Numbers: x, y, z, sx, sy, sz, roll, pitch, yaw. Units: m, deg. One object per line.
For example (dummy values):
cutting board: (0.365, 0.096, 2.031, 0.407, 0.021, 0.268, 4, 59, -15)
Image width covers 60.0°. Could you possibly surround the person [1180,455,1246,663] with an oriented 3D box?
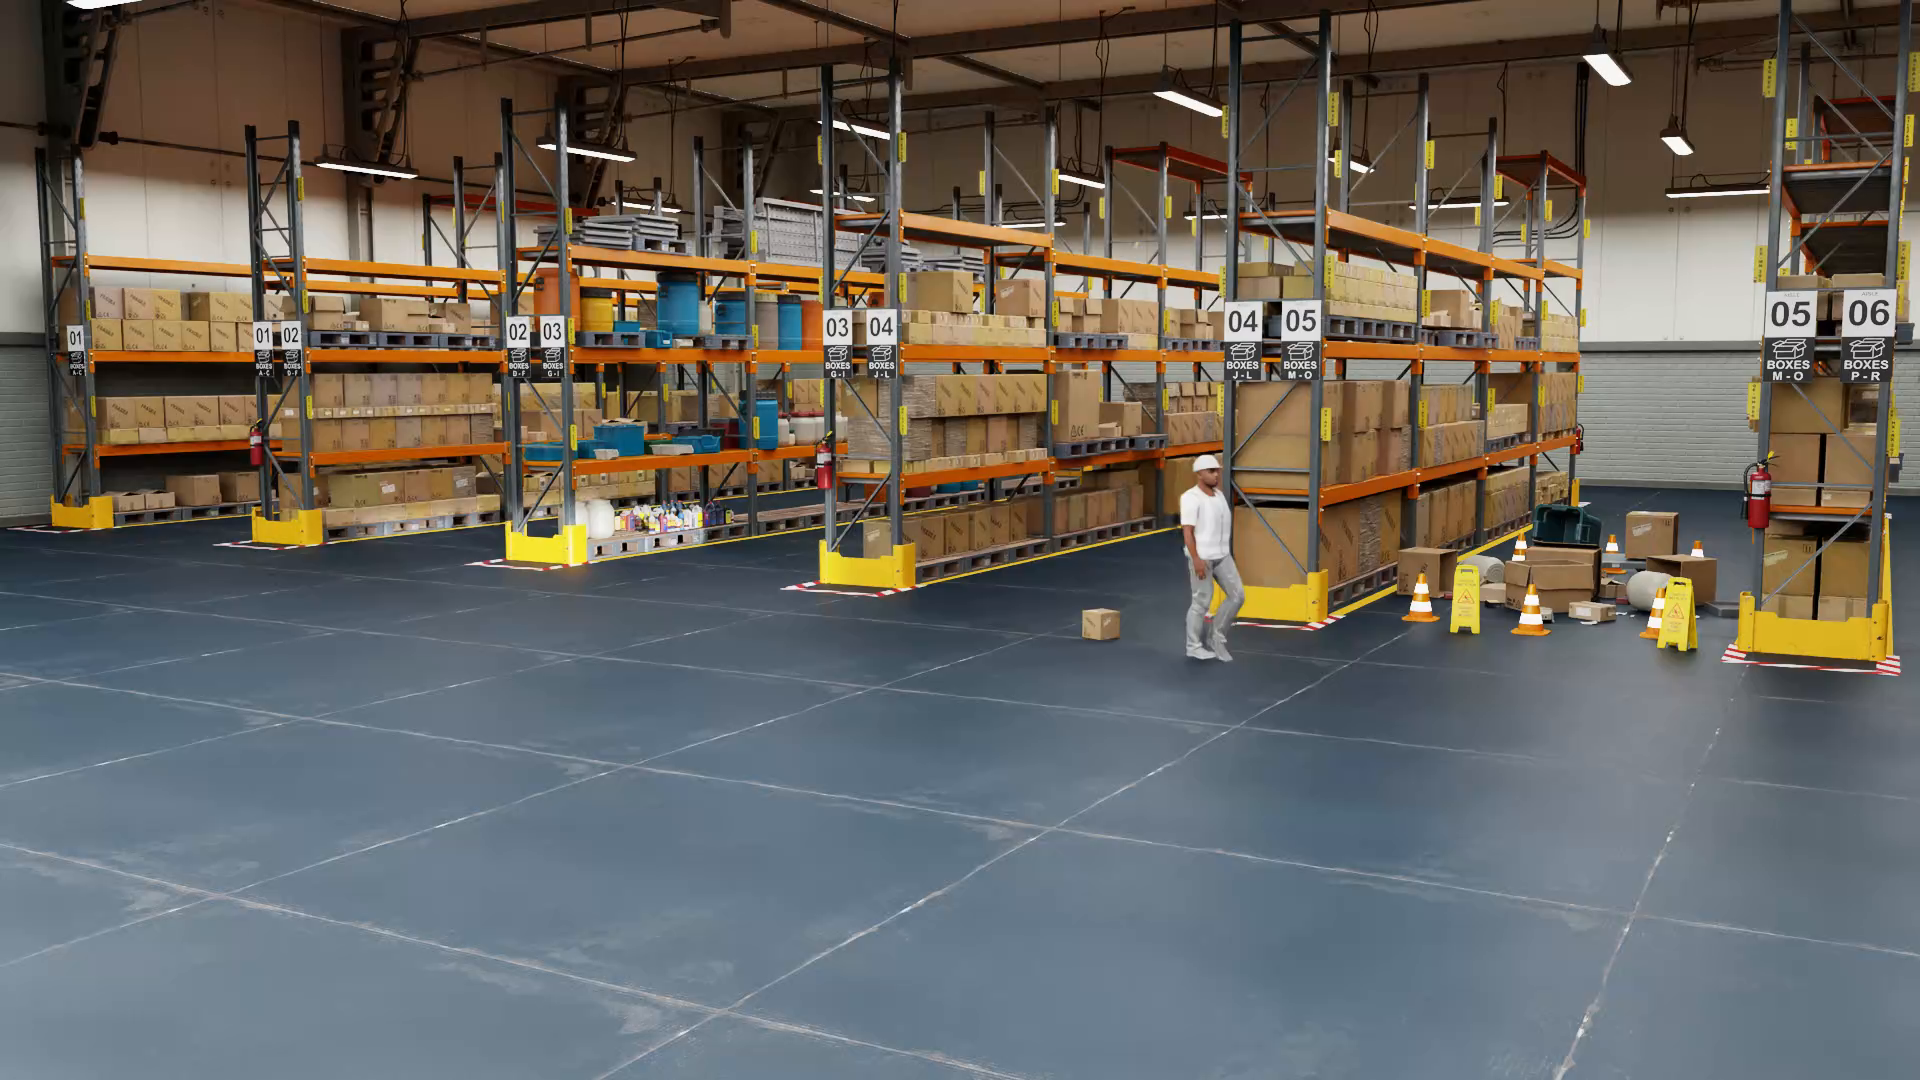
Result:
person: (2.159, 0.177, 14.263, 0.610, 1.810, 0.490, -5, 8, -42)
